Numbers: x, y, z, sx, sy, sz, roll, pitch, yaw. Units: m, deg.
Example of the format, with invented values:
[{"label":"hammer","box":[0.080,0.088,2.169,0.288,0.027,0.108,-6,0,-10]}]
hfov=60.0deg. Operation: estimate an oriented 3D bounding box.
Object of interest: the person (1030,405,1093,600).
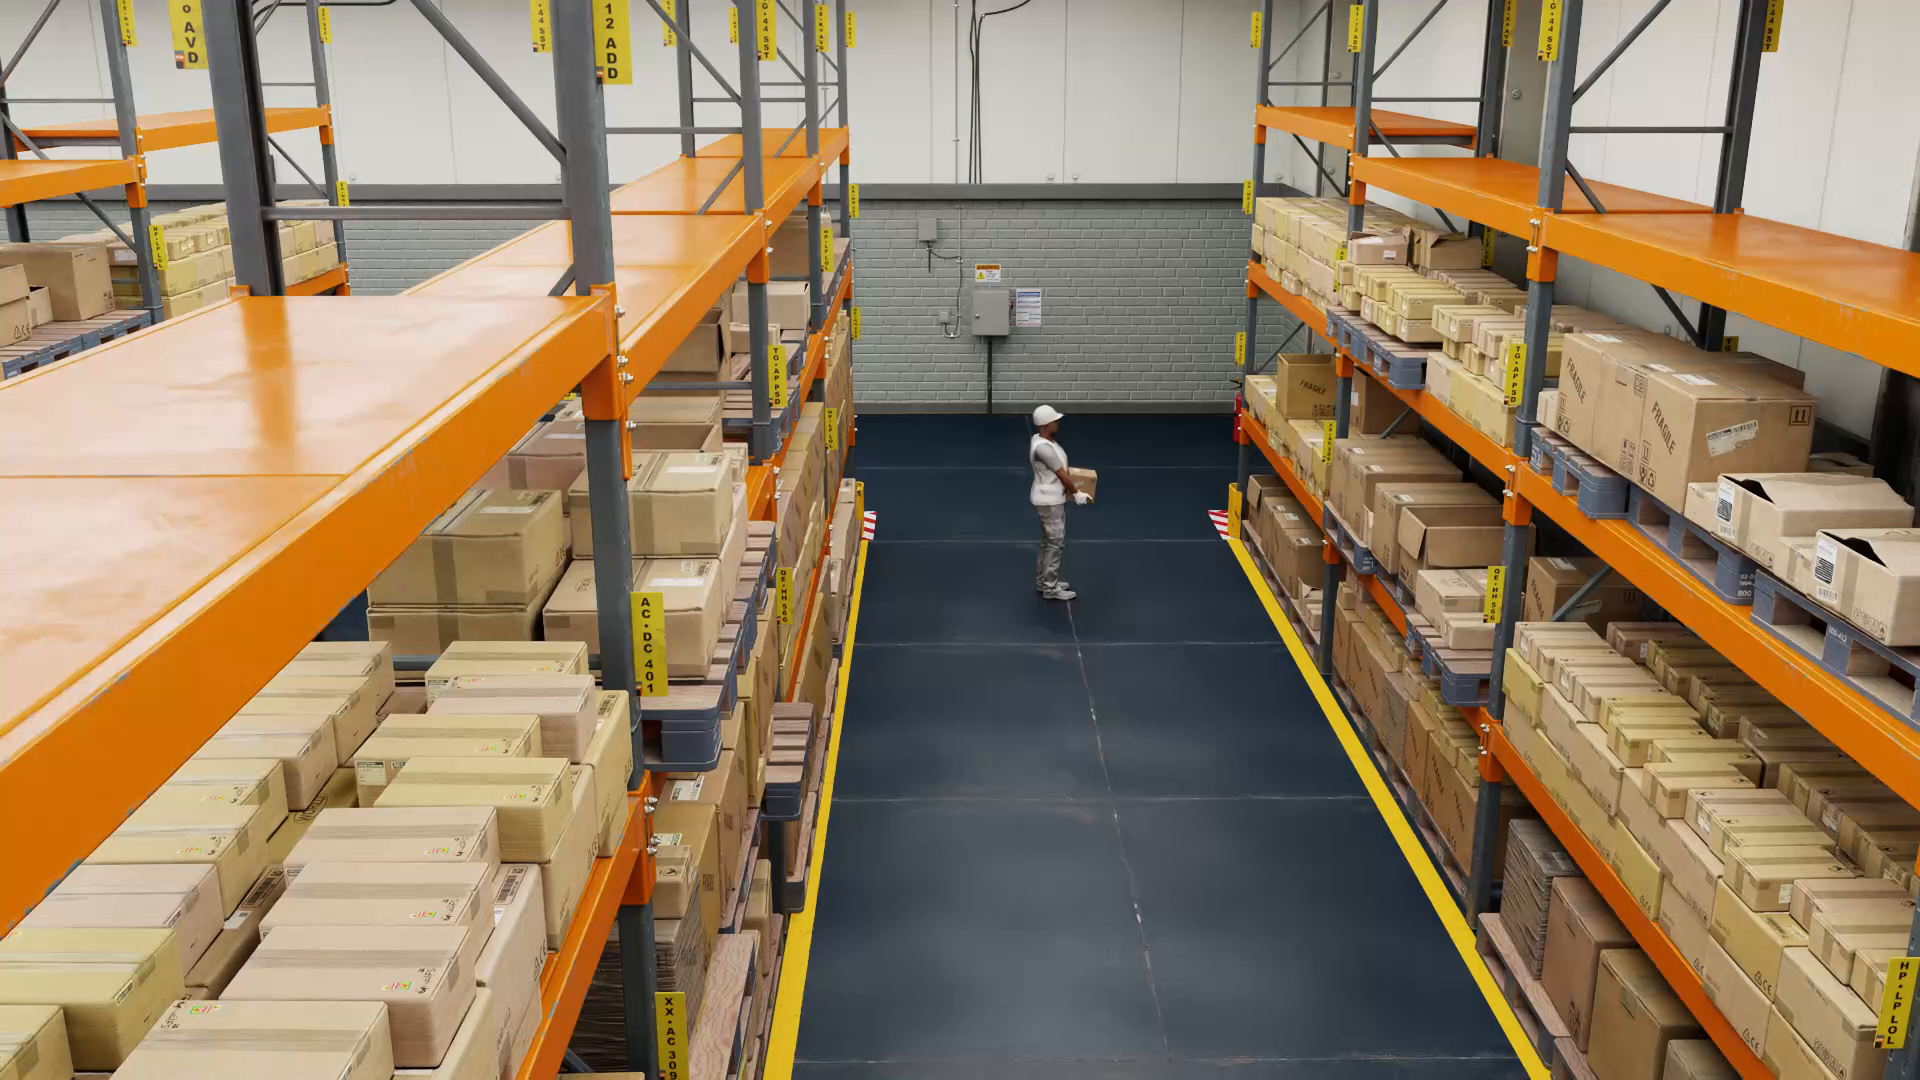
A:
[{"label":"person","box":[0.915,-0.352,15.172,0.572,1.778,0.488,0,17,0]}]
